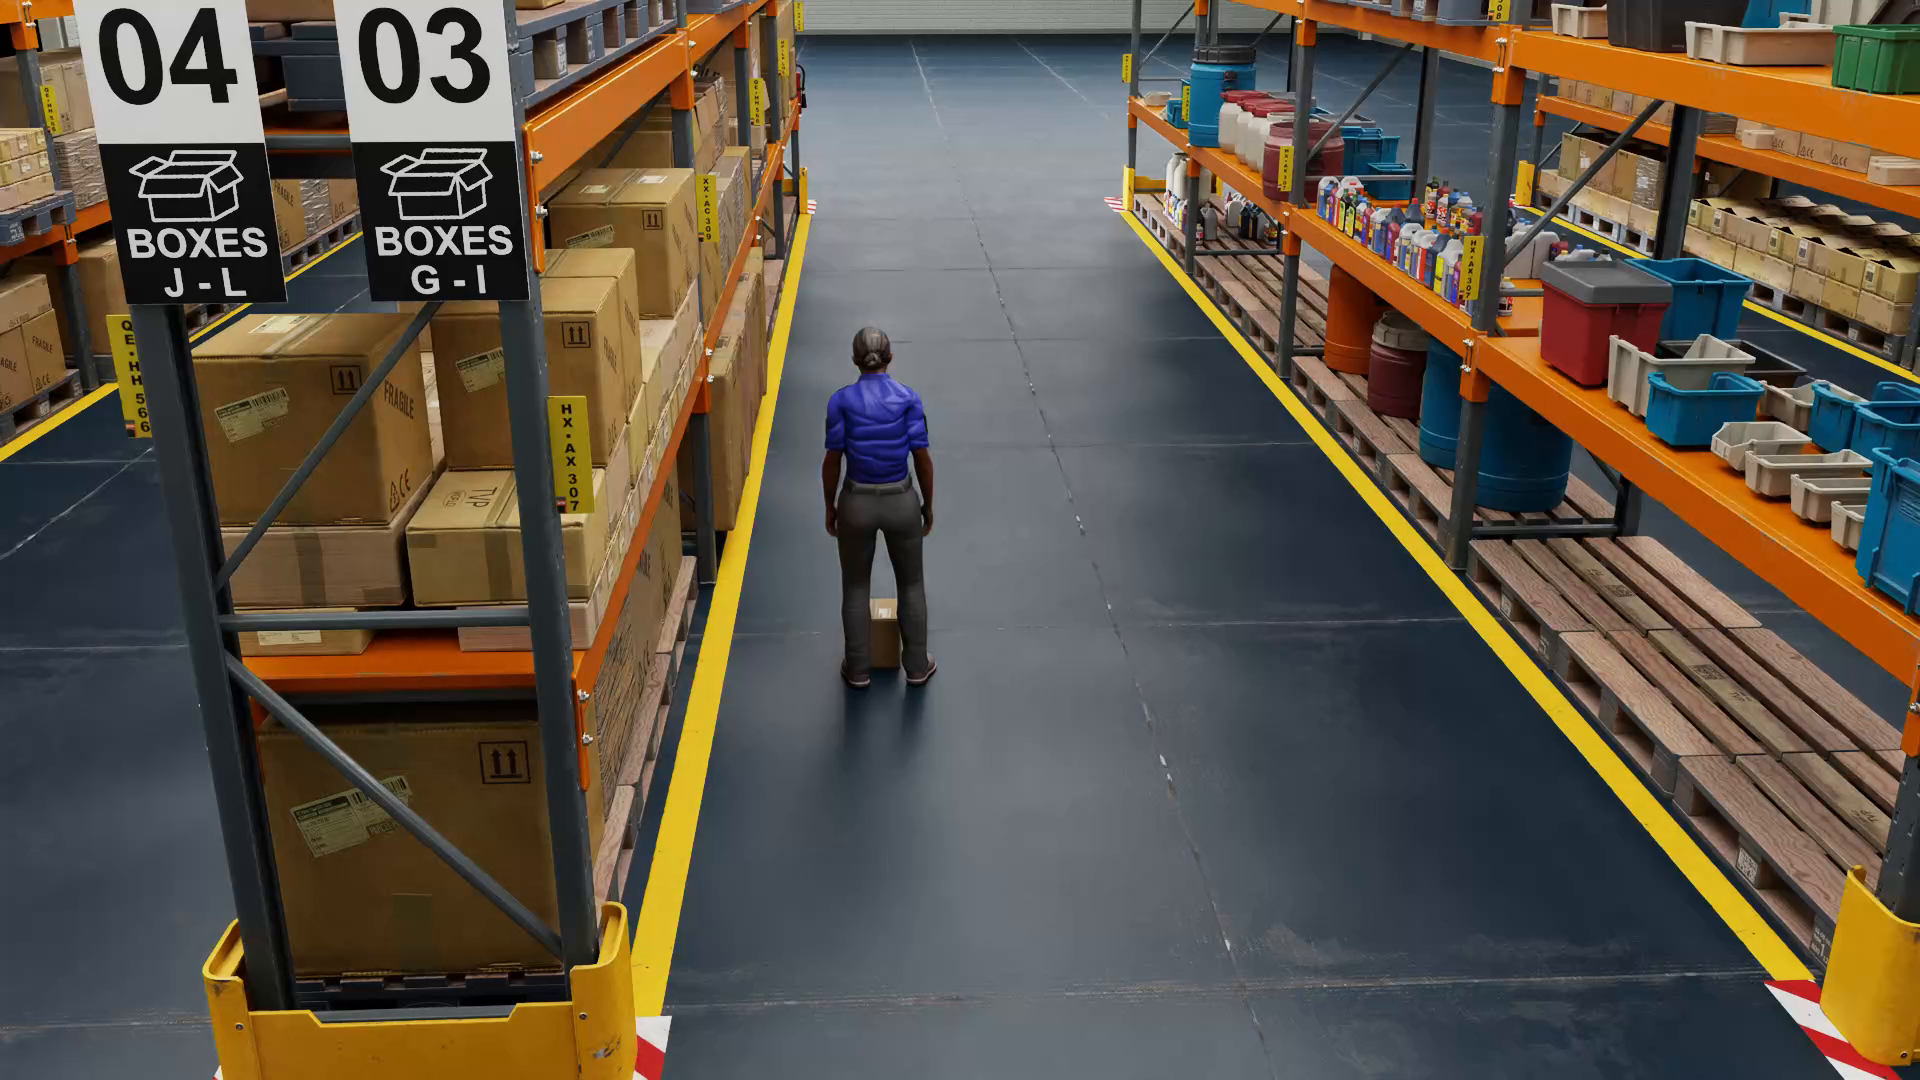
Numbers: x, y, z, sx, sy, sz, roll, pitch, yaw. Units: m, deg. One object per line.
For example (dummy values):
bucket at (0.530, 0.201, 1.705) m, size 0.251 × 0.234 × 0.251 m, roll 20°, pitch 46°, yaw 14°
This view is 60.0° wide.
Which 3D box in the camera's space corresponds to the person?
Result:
person at (-0.358, -0.135, 7.445) m, size 0.505 × 1.654 × 0.352 m, roll -1°, pitch 21°, yaw -3°
